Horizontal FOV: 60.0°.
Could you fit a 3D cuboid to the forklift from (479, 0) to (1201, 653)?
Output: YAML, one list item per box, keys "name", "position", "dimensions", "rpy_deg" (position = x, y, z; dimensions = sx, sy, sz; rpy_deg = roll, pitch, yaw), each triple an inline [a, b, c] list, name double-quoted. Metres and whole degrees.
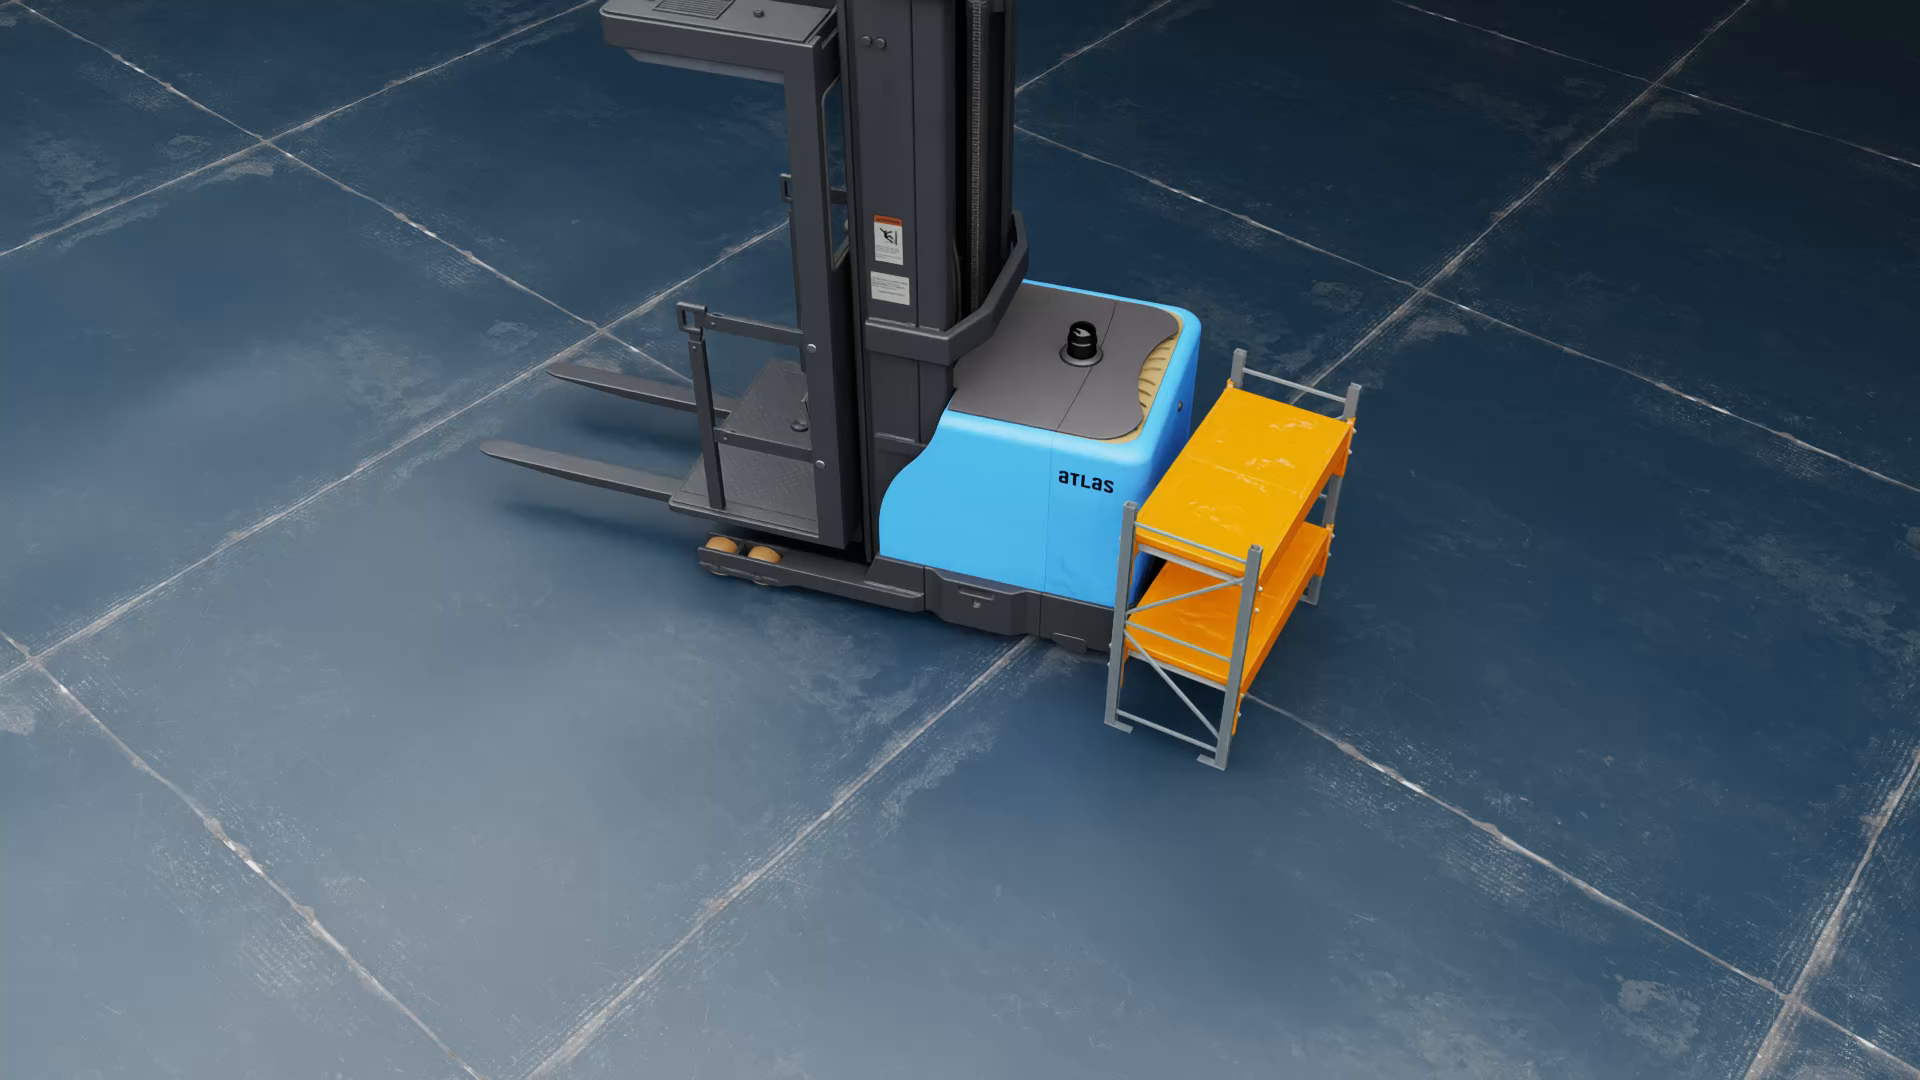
- name: "forklift"
  position: [-0.593, -1.216, 6.409]
  dimensions: [3.031, 2.935, 1.130]
  rpy_deg: [13, 44, 13]

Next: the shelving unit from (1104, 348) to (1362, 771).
- name: "shelving unit"
  position: [1.031, 0.068, 6.339]
  dimensions: [0.538, 1.125, 1.048]
  rpy_deg: [20, 46, 21]

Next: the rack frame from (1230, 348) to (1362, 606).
- name: "rack frame"
  position: [1.275, -0.232, 6.669]
  dimensions: [0.500, 1.125, 0.032]
  rpy_deg: [20, 46, 21]

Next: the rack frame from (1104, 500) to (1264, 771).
- name: "rack frame"
  position: [0.787, 0.368, 6.009]
  dimensions: [0.500, 1.125, 0.032]
  rpy_deg: [20, 46, 21]

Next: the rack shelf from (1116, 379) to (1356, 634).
- name: "rack shelf"
  position: [1.031, -0.148, 6.142]
  dimensions: [0.538, 0.278, 1.000]
  rpy_deg: [20, 46, 21]

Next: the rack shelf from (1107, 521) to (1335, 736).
- name: "rack shelf"
  position: [1.031, 0.249, 6.503]
  dimensions: [0.538, 0.278, 1.000]
  rpy_deg: [20, 46, 21]
